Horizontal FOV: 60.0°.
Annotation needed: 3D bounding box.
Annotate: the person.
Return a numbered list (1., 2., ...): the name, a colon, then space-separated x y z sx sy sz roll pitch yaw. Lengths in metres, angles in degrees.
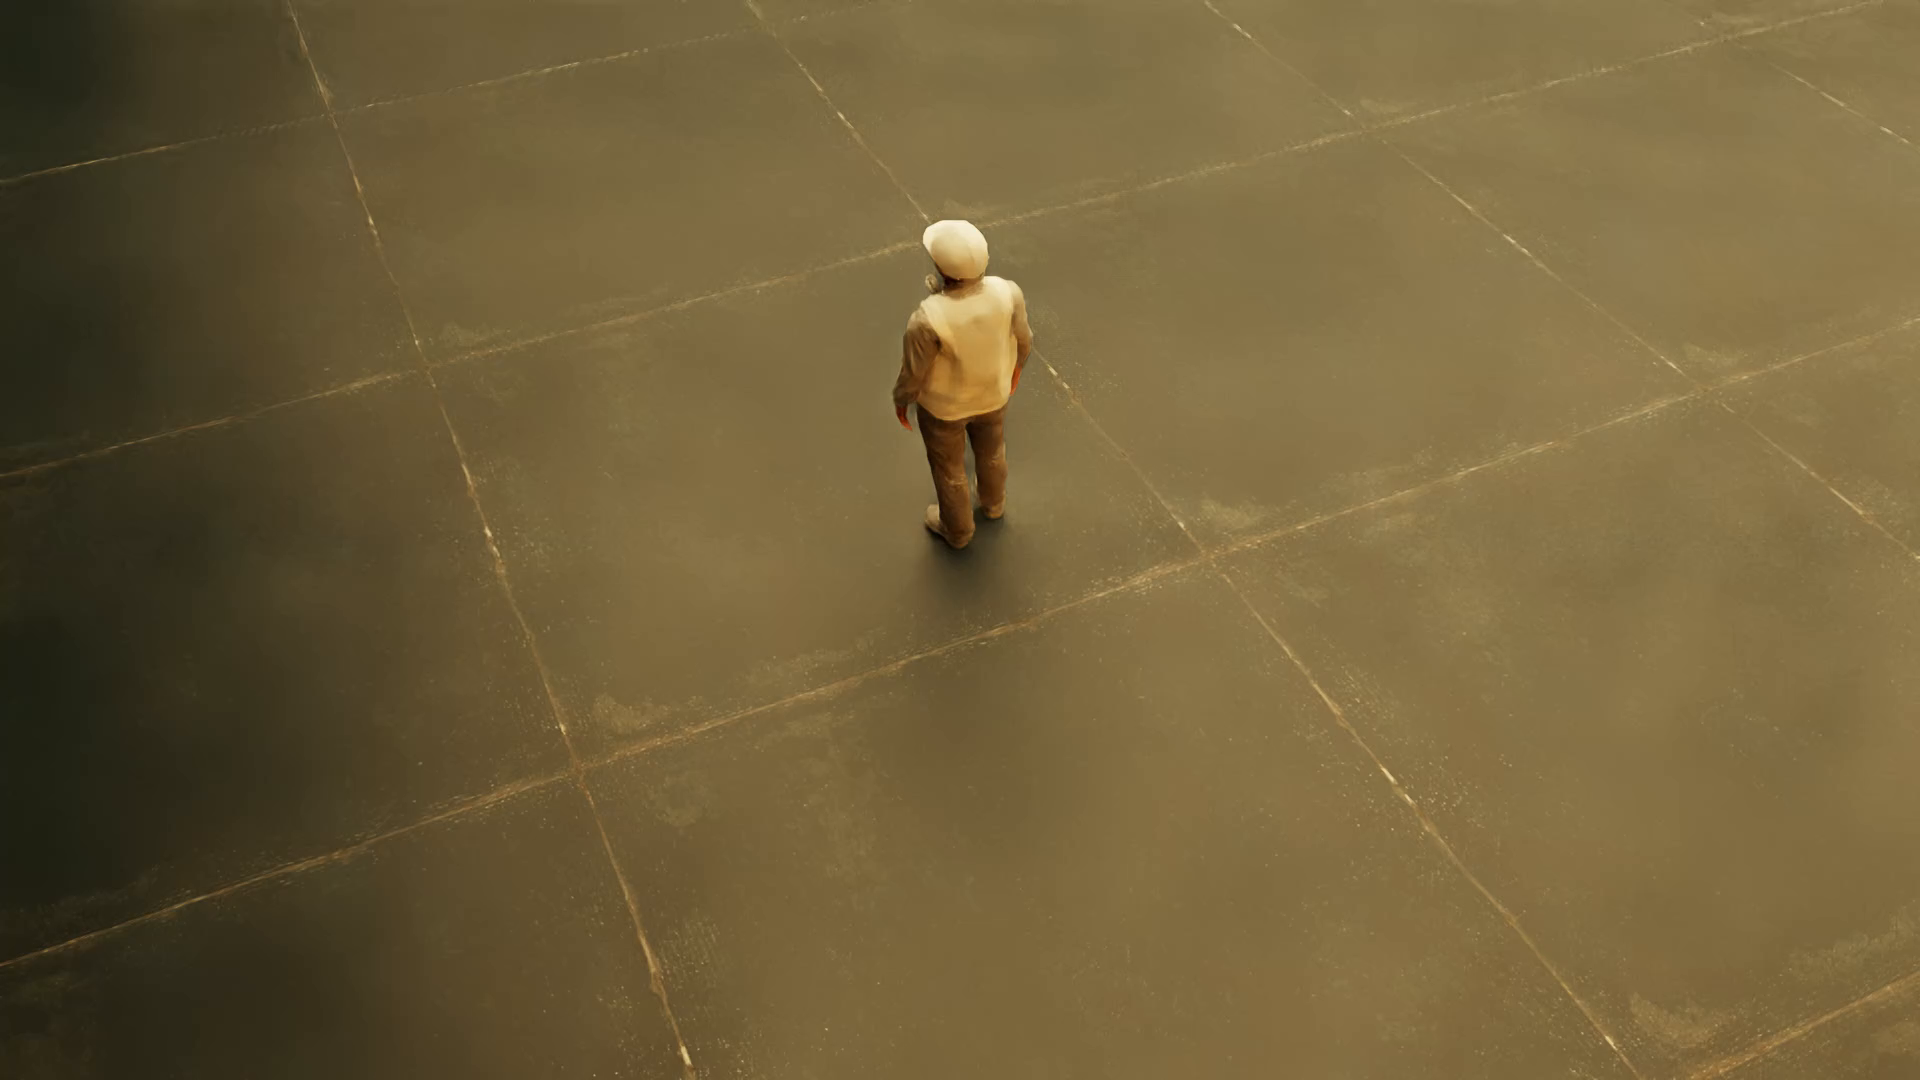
1. person: -0.020 -0.696 7.264 0.632 1.773 0.563 -18 46 -18
